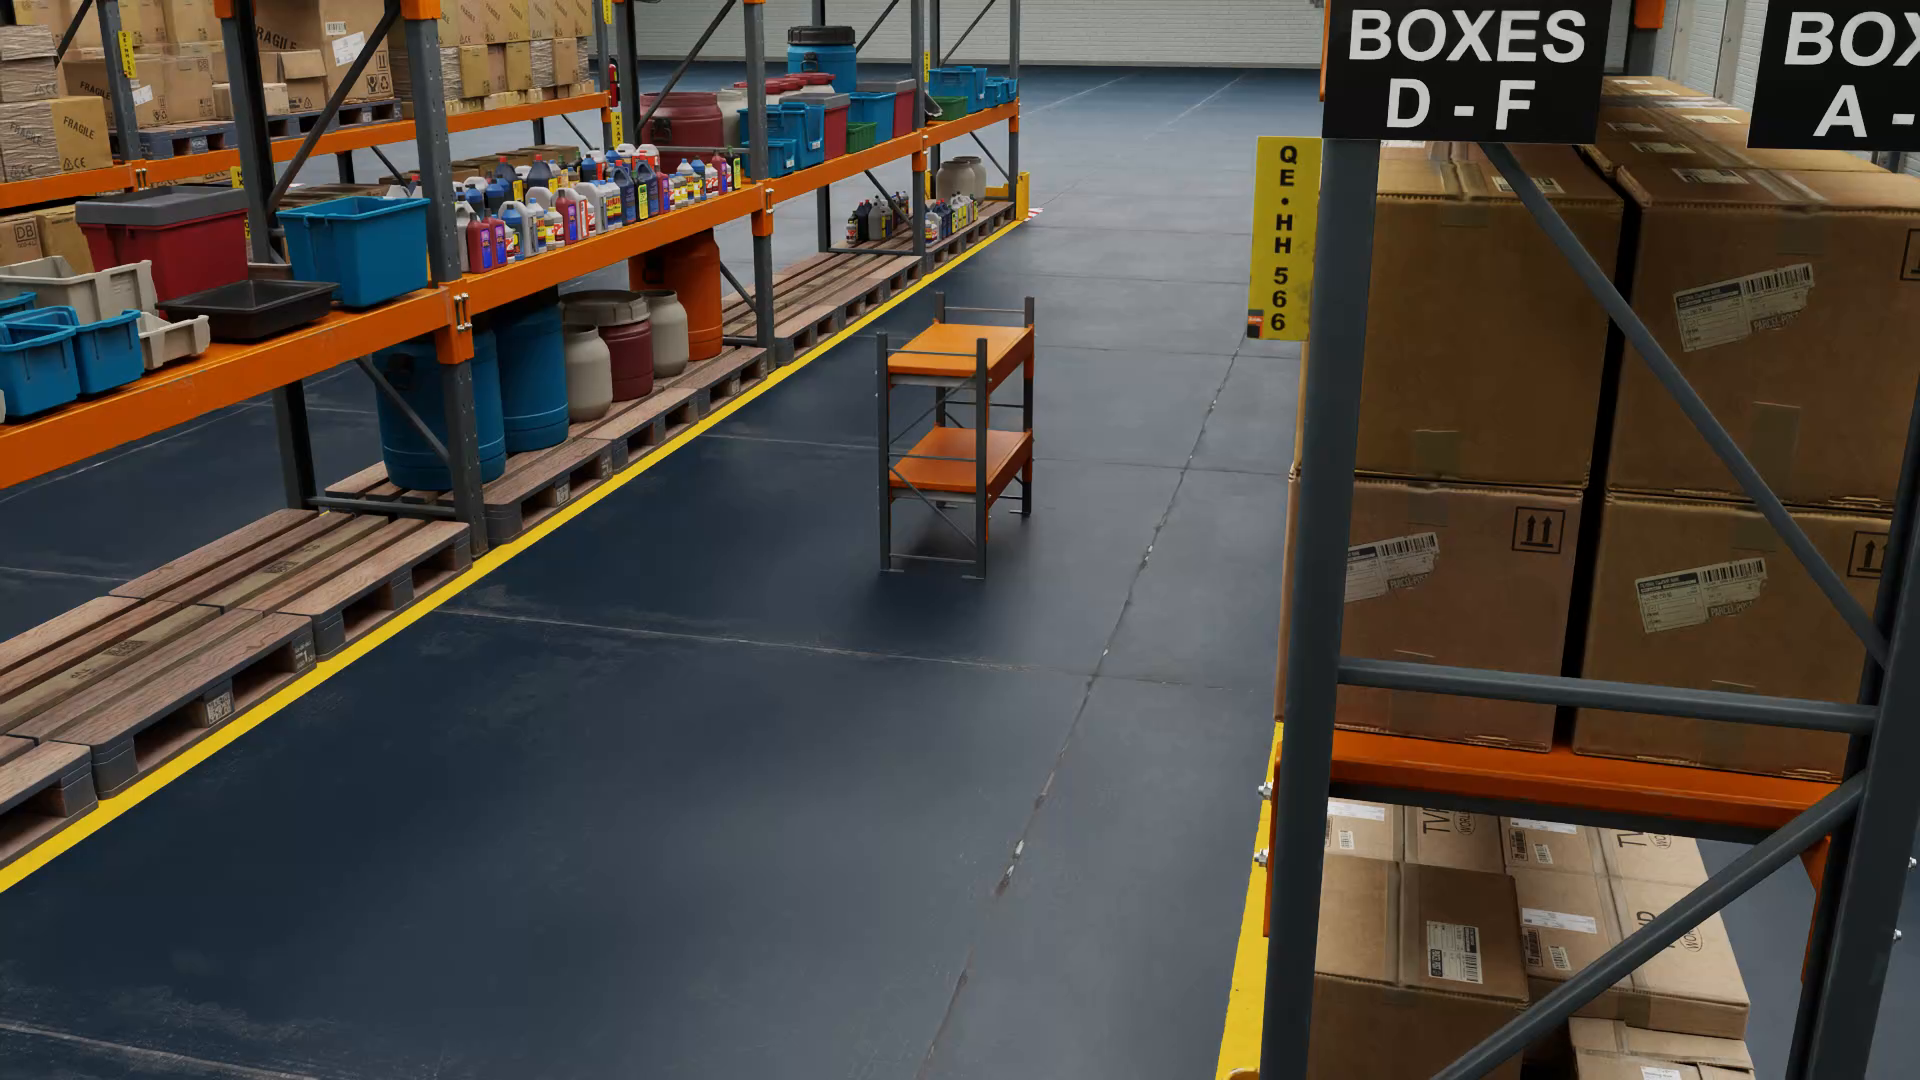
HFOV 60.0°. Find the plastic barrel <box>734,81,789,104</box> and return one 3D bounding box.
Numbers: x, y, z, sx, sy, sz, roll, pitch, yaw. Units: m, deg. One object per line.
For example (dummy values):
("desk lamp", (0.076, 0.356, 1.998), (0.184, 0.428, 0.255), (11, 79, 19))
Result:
("plastic barrel", (-1.547, -3.306, 13.014), (0.433, 0.535, 0.433), (0, 19, 0))

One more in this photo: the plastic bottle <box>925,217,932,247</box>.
("plastic bottle", (-0.312, -2.872, 15.495), (0.097, 0.271, 0.097), (0, 19, 0))

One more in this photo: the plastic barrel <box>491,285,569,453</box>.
("plastic barrel", (-2.447, -0.979, 9.009), (0.600, 0.901, 0.708), (5, 19, 13))

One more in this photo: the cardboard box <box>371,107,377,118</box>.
("cardboard box", (-5.851, -4.252, 16.385), (0.380, 0.149, 0.250), (5, 19, 13))

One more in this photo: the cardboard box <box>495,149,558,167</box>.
("cardboard box", (-4.922, -4.166, 18.960), (0.500, 0.500, 0.500), (10, 21, 28))

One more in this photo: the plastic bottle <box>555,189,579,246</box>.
("plastic bottle", (-2.050, -1.686, 8.664), (0.061, 0.283, 0.133), (5, 19, 13))

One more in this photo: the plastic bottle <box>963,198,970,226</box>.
("plastic bottle", (0.016, -3.332, 16.835), (0.152, 0.276, 0.135), (4, 19, 12))

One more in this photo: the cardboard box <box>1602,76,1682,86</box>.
("cardboard box", (2.160, -1.331, 5.742), (0.500, 0.500, 0.500), (5, 19, 14))

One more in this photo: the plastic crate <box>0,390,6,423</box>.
("plastic crate", (-3.043, -0.390, 5.003), (0.250, 0.136, 0.298), (5, 19, 13))

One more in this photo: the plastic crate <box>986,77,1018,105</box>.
("plastic crate", (0.330, -4.892, 18.100), (0.499, 0.251, 0.616), (5, 19, 13))

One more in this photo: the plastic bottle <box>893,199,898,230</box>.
("plastic bottle", (-0.665, -3.240, 16.556), (0.061, 0.283, 0.133), (5, 19, 13))

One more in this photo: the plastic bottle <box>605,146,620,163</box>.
("plastic bottle", (-2.267, -2.430, 10.862), (0.097, 0.271, 0.097), (0, 19, 0))

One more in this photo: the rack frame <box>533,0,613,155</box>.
("rack frame", (-4.641, -5.534, 19.750), (1.000, 3.000, 0.127), (5, 19, 13))

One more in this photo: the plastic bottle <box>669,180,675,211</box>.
("plastic bottle", (-1.746, -2.060, 9.887), (0.097, 0.201, 0.097), (0, 19, 0))

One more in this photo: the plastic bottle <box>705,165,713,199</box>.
("plastic bottle", (-1.604, -2.244, 10.423), (0.097, 0.201, 0.097), (0, 19, 0))

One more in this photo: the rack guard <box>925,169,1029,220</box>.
("rack guard", (0.189, -3.933, 18.928), (1.175, 0.500, 0.348), (5, 19, 13))

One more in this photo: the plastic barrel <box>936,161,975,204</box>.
("plastic barrel", (-0.047, -3.795, 17.857), (0.421, 0.512, 0.421), (0, 19, 0))

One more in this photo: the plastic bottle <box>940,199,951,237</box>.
("plastic bottle", (-0.169, -3.123, 16.109), (0.144, 0.351, 0.185), (4, 19, 11))

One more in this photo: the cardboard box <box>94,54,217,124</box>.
("cardboard box", (-6.463, -3.628, 13.365), (0.700, 0.500, 0.500), (8, 20, 21))

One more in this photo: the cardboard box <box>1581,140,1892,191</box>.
("cardboard box", (1.540, -0.539, 3.423), (0.500, 0.500, 0.500), (5, 19, 14))

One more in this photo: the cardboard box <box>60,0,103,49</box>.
("cardboard box", (-9.993, -5.739, 18.446), (0.875, 0.550, 0.550), (5, 19, 13))

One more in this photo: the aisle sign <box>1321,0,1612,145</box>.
("aisle sign", (0.741, -0.969, 2.361), (0.394, 0.787, 0.004), (5, 19, 13))

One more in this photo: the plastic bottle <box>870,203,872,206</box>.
("plastic bottle", (-0.891, -3.151, 16.295), (0.061, 0.283, 0.133), (6, 20, 17))

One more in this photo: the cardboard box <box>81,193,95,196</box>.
("cardboard box", (-10.181, -4.089, 18.155), (0.875, 0.875, 0.875), (5, 19, 14))

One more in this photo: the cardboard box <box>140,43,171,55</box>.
("cardboard box", (-9.844, -5.569, 19.619), (0.875, 0.550, 0.550), (5, 19, 13))

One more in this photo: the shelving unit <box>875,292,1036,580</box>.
("shelving unit", (-0.002, -0.530, 8.000), (0.538, 1.125, 1.048), (5, 19, 13))

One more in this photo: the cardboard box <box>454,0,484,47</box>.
("cardboard box", (-5.141, -5.220, 16.666), (0.500, 0.500, 0.500), (5, 19, 13))

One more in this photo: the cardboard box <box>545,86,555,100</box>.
("cardboard box", (-4.760, -4.997, 18.565), (0.380, 0.149, 0.250), (5, 19, 13))

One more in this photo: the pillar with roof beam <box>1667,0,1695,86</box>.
("pillar with roof beam", (12.126, -14.774, 37.520), (9.100, 9.000, 0.400), (5, 19, 13))

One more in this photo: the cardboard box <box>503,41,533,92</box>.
("cardboard box", (-5.105, -5.077, 17.795), (0.875, 0.500, 0.500), (5, 19, 13))

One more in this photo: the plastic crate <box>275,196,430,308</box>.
("plastic crate", (-2.553, -1.229, 7.078), (0.392, 0.384, 0.575), (5, 19, 13))

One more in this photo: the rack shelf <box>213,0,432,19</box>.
("rack shelf", (-3.258, -1.834, 5.389), (1.077, 0.370, 4.000), (5, 19, 13))

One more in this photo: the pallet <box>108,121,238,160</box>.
("pallet", (-6.525, -3.168, 13.118), (1.213, 0.211, 1.003), (5, 19, 13))

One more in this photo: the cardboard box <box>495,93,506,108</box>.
("cardboard box", (-4.992, -4.599, 17.400), (0.380, 0.149, 0.250), (5, 19, 13))

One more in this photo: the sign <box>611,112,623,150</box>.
("sign", (-2.328, -2.754, 11.358), (0.100, 0.325, 0.005), (5, 19, 13))

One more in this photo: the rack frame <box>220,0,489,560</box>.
("rack frame", (-2.770, -1.382, 7.593), (1.000, 3.000, 0.127), (5, 19, 13))

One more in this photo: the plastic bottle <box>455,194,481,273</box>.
("plastic bottle", (-2.360, -1.456, 7.886), (0.144, 0.351, 0.185), (5, 19, 13))

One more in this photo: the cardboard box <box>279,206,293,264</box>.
("cardboard box", (-6.196, -2.617, 14.395), (0.700, 0.500, 0.500), (6, 20, 18))

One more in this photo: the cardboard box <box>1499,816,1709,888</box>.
("cardboard box", (1.707, 0.896, 4.498), (0.500, 0.250, 0.500), (5, 19, 13))

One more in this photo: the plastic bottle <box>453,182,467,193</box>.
("plastic bottle", (-2.742, -1.787, 8.971), (0.152, 0.276, 0.135), (5, 19, 13))

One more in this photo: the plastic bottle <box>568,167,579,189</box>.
("plastic bottle", (-2.412, -2.210, 10.326), (0.097, 0.201, 0.097), (0, 19, 0))

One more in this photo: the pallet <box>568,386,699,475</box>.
("pallet", (-2.245, -0.684, 9.865), (1.003, 0.211, 1.213), (5, 19, 13))

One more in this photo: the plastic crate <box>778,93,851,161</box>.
("plastic crate", (-1.101, -3.148, 12.665), (0.402, 0.464, 0.583), (5, 19, 13))

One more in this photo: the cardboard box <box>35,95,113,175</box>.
("cardboard box", (-6.476, -2.900, 11.882), (0.500, 0.500, 0.500), (5, 20, 15))

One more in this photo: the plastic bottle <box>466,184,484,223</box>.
("plastic bottle", (-2.616, -1.781, 8.960), (0.097, 0.271, 0.097), (0, 19, 0))

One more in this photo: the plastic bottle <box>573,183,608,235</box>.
("plastic bottle", (-2.004, -1.801, 9.012), (0.152, 0.276, 0.135), (5, 19, 13))

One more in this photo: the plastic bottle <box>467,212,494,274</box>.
("plastic bottle", (-2.267, -1.408, 7.849), (0.061, 0.283, 0.133), (5, 19, 13))

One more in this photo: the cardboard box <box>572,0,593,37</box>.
("cardboard box", (-4.535, -6.004, 18.962), (0.500, 0.500, 0.500), (5, 19, 13))

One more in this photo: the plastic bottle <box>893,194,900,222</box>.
("plastic bottle", (-0.667, -3.409, 17.068), (0.097, 0.271, 0.097), (0, 19, 0))

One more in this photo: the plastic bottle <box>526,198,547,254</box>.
("plastic bottle", (-2.143, -1.585, 8.386), (0.097, 0.271, 0.097), (0, 19, 0))

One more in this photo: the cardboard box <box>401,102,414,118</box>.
("cardboard box", (-5.274, -4.205, 16.247), (0.380, 0.149, 0.250), (5, 19, 13))

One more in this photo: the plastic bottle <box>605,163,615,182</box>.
("plastic bottle", (-2.199, -2.282, 10.537), (0.097, 0.201, 0.097), (0, 19, 0))

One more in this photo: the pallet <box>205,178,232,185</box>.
("pallet", (-9.545, -4.381, 20.688), (1.003, 0.211, 1.213), (5, 19, 13))

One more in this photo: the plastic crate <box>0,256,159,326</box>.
("plastic crate", (-3.322, -0.890, 6.243), (0.437, 0.282, 0.530), (5, 19, 13))

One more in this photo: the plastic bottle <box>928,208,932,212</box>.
("plastic bottle", (-0.297, -3.082, 16.109), (0.097, 0.271, 0.097), (0, 19, 0))

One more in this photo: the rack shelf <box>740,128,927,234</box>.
("rack shelf", (-1.304, -2.922, 13.215), (1.077, 0.370, 4.000), (5, 19, 13))
